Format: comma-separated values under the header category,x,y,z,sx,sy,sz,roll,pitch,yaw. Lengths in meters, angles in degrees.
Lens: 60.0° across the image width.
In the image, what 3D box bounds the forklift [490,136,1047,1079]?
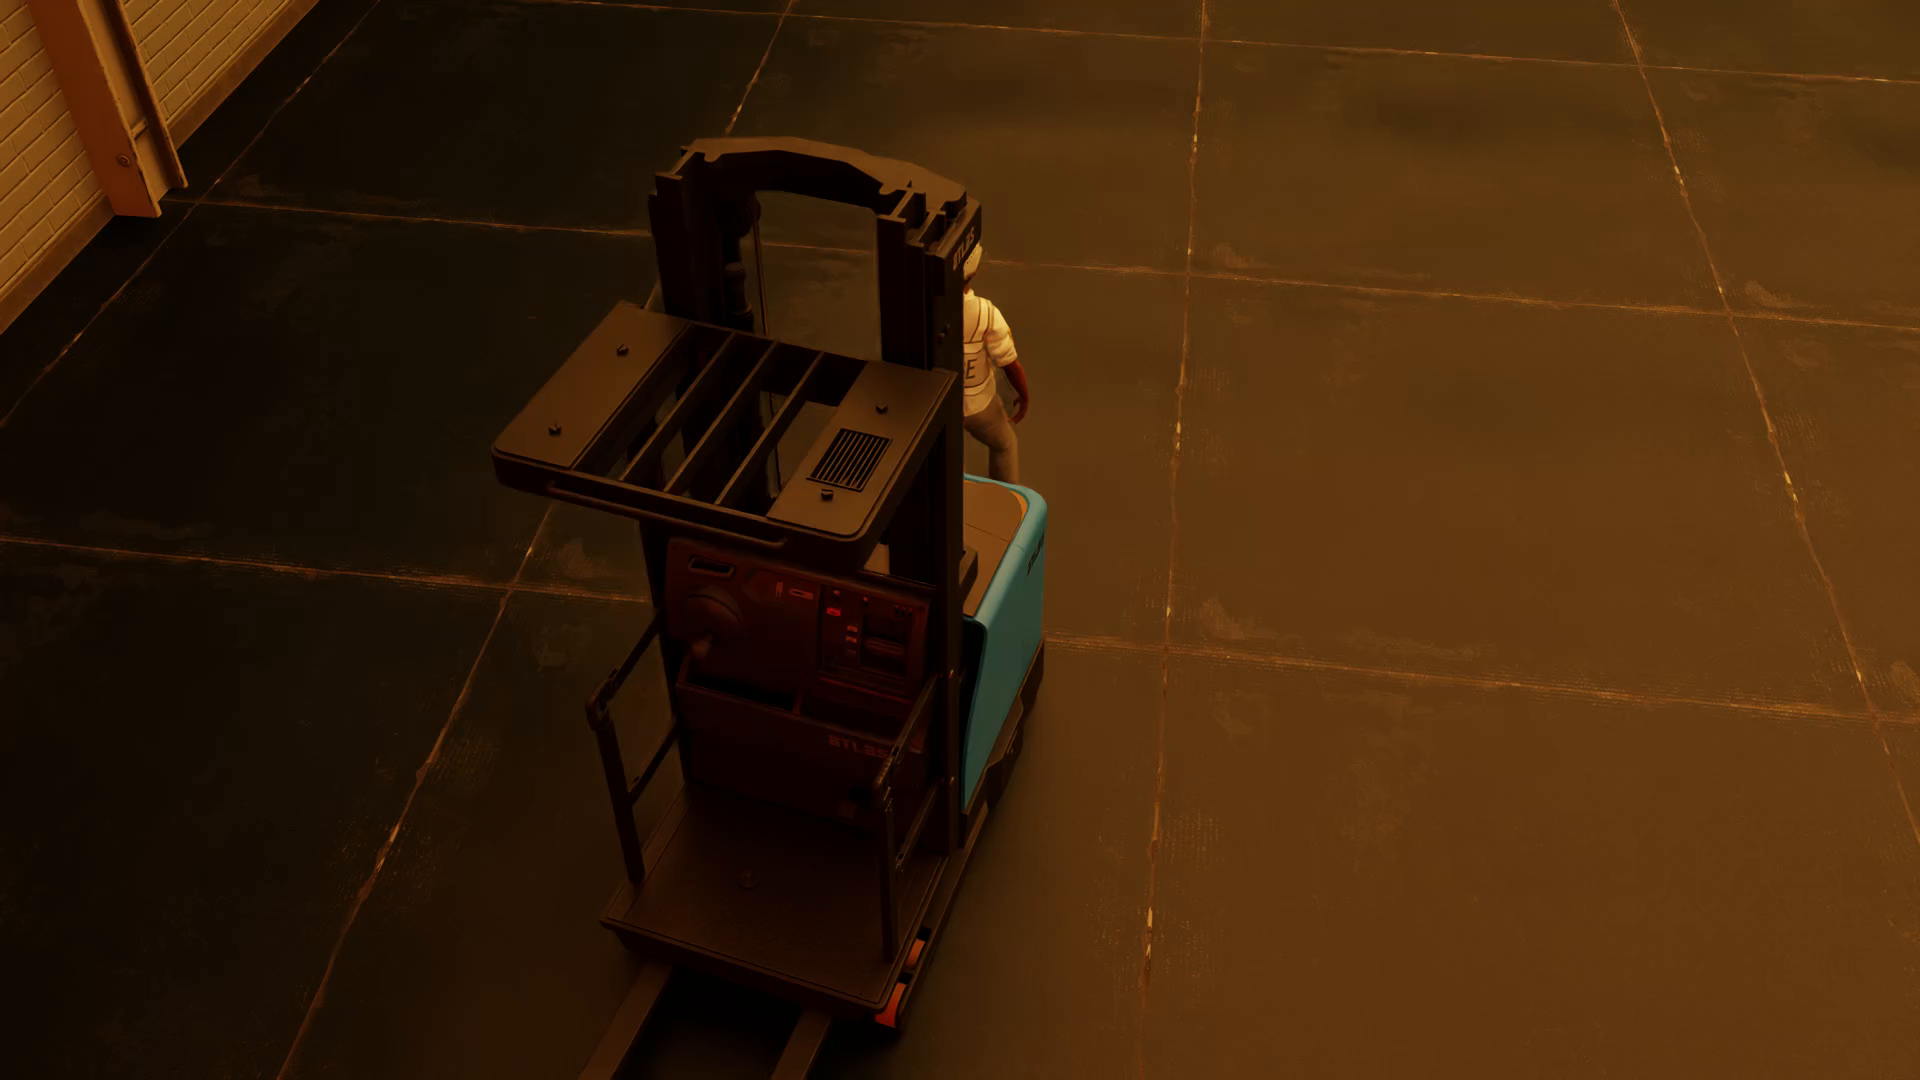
category,x,y,z,sx,sy,sz,roll,pitch,yaw
forklift,-0.616,0.350,5.343,1.130,2.935,3.031,14,44,14

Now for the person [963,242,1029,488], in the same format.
category,x,y,z,sx,sy,sz,roll,pitch,yaw
person,0.022,-0.695,7.437,0.597,1.671,0.543,8,43,9
